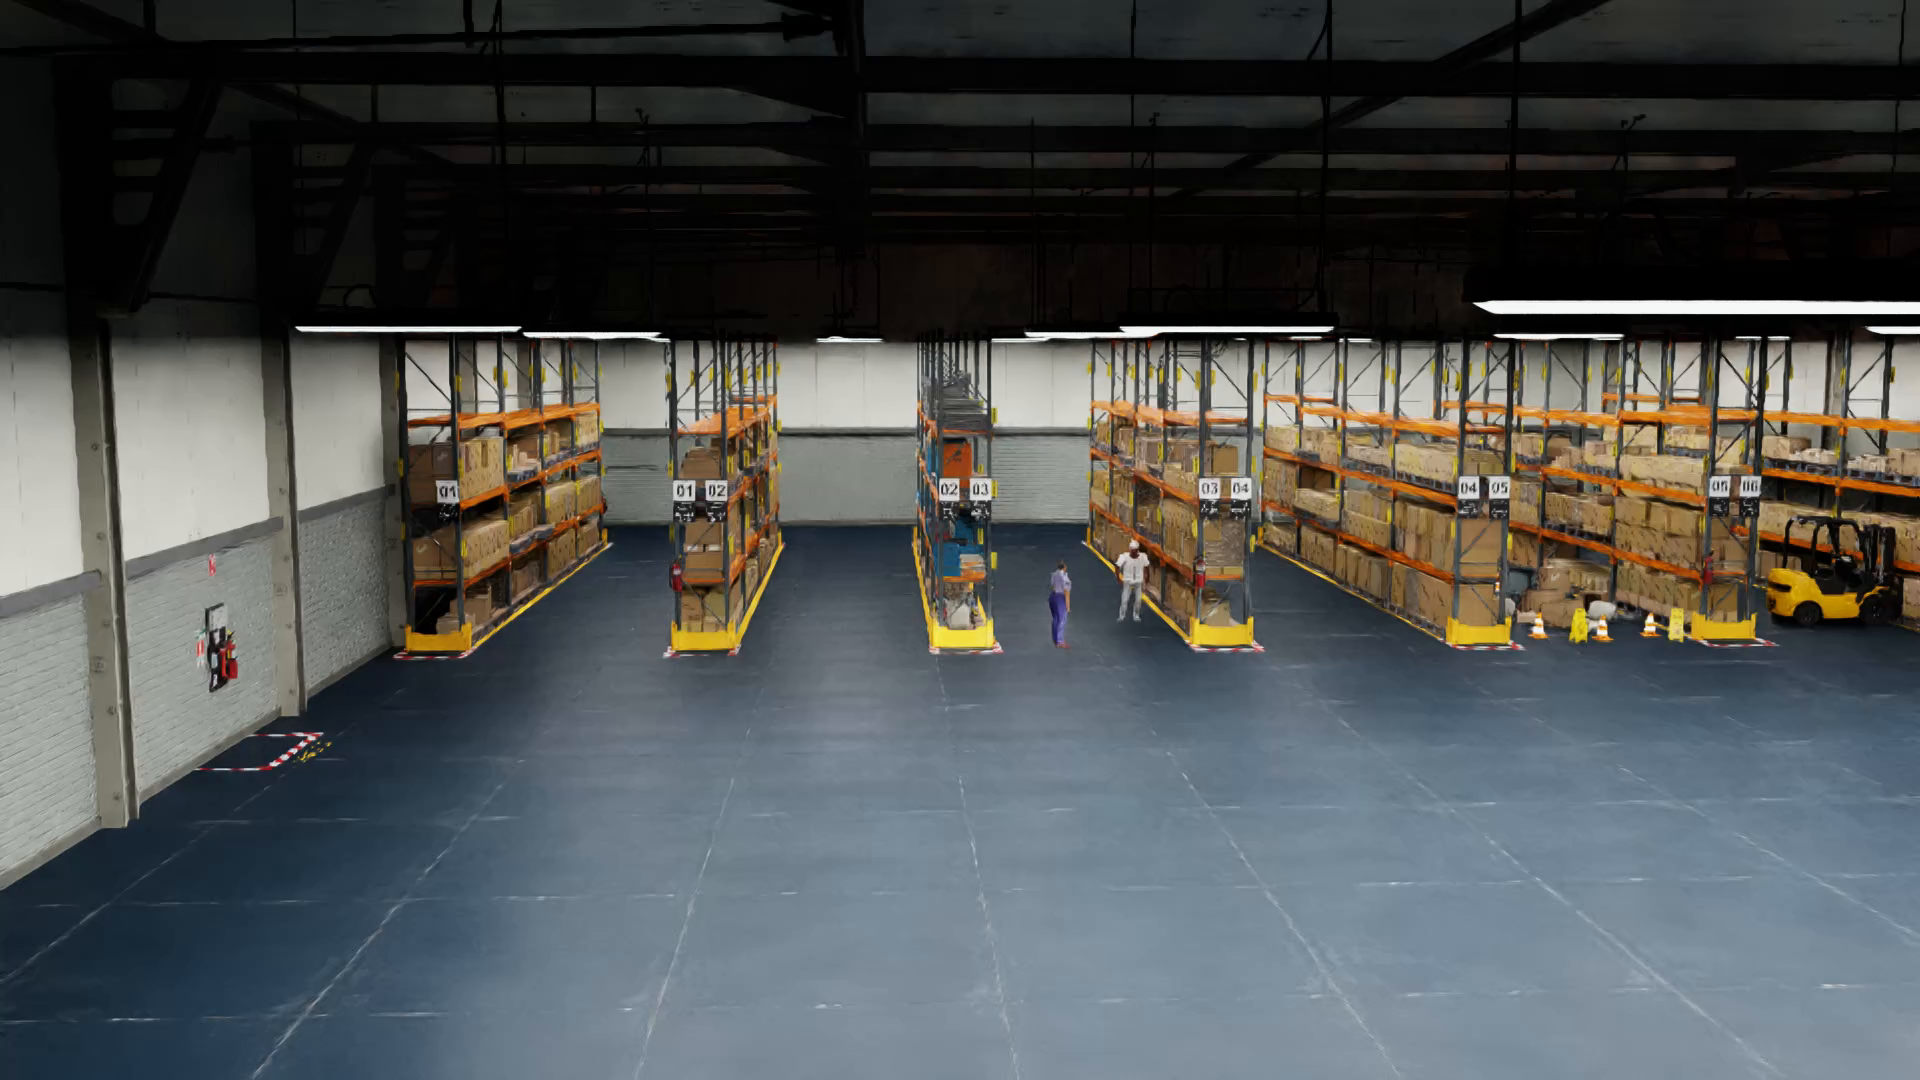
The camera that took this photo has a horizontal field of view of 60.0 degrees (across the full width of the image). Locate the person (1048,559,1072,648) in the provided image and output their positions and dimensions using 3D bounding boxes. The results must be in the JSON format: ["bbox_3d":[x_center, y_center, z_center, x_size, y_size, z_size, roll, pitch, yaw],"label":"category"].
[{"bbox_3d":[1.934,1.184,31.517,0.445,1.657,0.580,-4,8,-30],"label":"person"}]

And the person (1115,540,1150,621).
[{"bbox_3d":[3.564,0.838,34.338,0.719,1.714,0.578,-1,7,-4],"label":"person"}]

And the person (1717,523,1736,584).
[{"bbox_3d":[18.031,0.235,39.223,0.589,1.719,0.669,3,7,21],"label":"person"}]

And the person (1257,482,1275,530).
[{"bbox_3d":[9.169,-1.012,49.724,0.584,1.774,0.576,4,8,32],"label":"person"}]

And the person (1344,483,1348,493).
[{"bbox_3d":[10.903,-0.729,47.112,0.506,1.783,0.632,-5,8,-34],"label":"person"}]
